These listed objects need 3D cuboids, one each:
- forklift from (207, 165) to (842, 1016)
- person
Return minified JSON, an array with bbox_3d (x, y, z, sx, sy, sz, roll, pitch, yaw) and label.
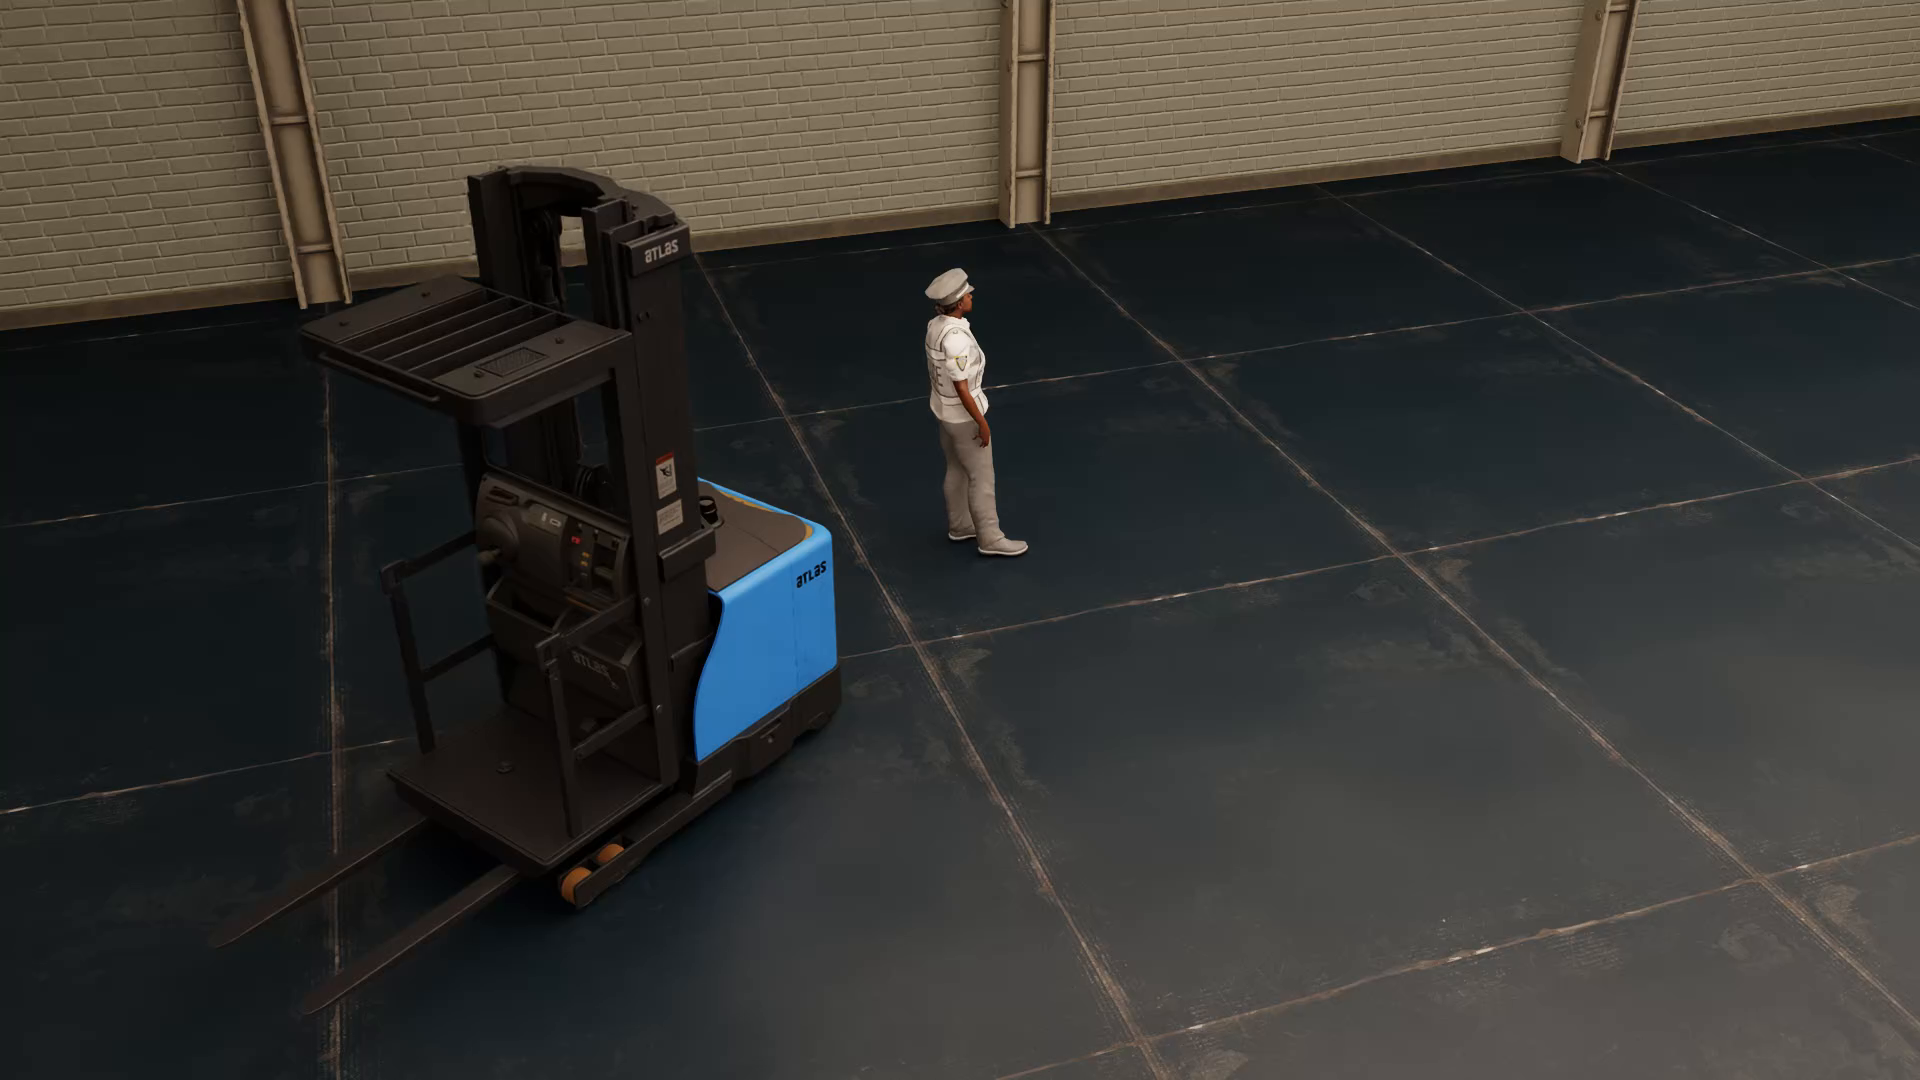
[{"bbox_3d":[-1.883,0.049,7.002,1.130,2.935,3.031,20,36,31],"label":"forklift"},{"bbox_3d":[0.078,-0.743,9.604,0.528,1.695,0.569,-10,31,-16],"label":"person"}]
